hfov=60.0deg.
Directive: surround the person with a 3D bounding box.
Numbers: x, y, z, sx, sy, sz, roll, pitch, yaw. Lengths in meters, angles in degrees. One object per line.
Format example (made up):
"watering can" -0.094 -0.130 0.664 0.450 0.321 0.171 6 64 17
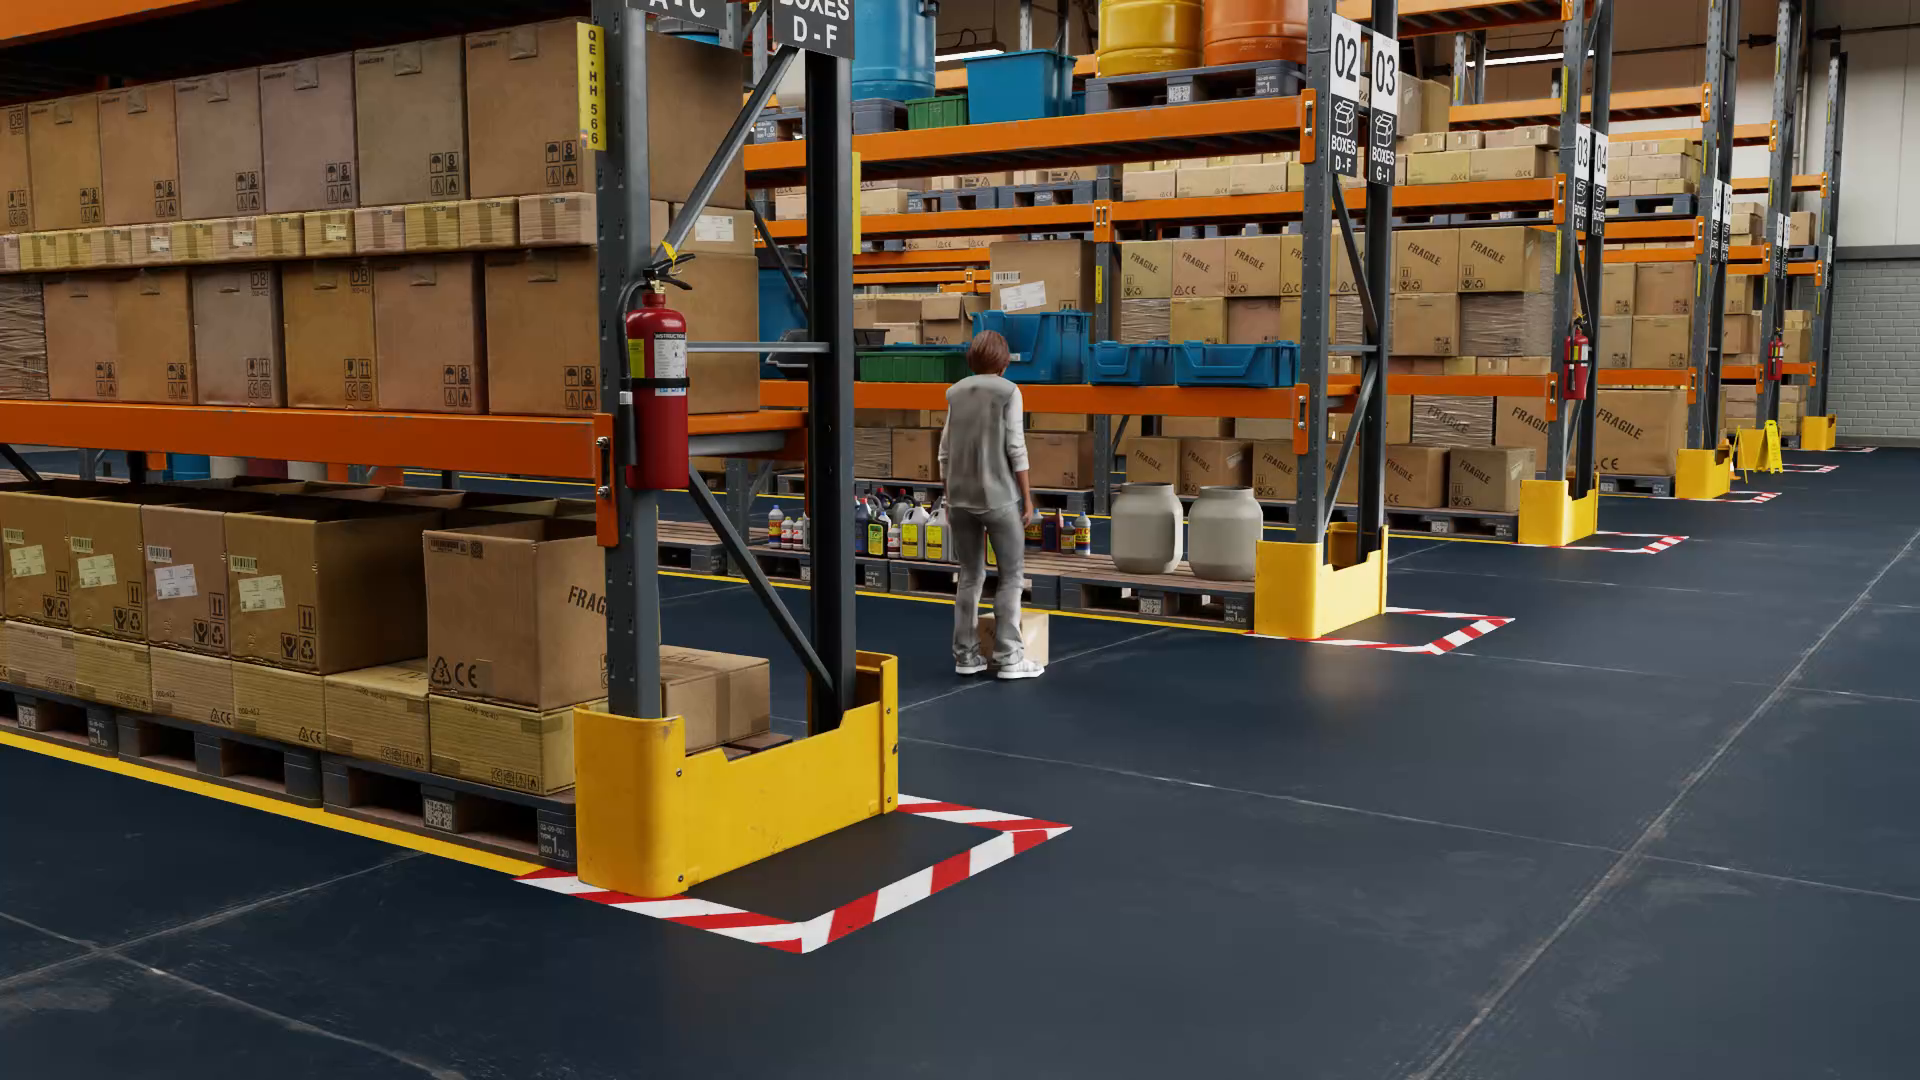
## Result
"person" 0.123 -0.163 7.631 0.472 1.592 0.347 4 8 31
